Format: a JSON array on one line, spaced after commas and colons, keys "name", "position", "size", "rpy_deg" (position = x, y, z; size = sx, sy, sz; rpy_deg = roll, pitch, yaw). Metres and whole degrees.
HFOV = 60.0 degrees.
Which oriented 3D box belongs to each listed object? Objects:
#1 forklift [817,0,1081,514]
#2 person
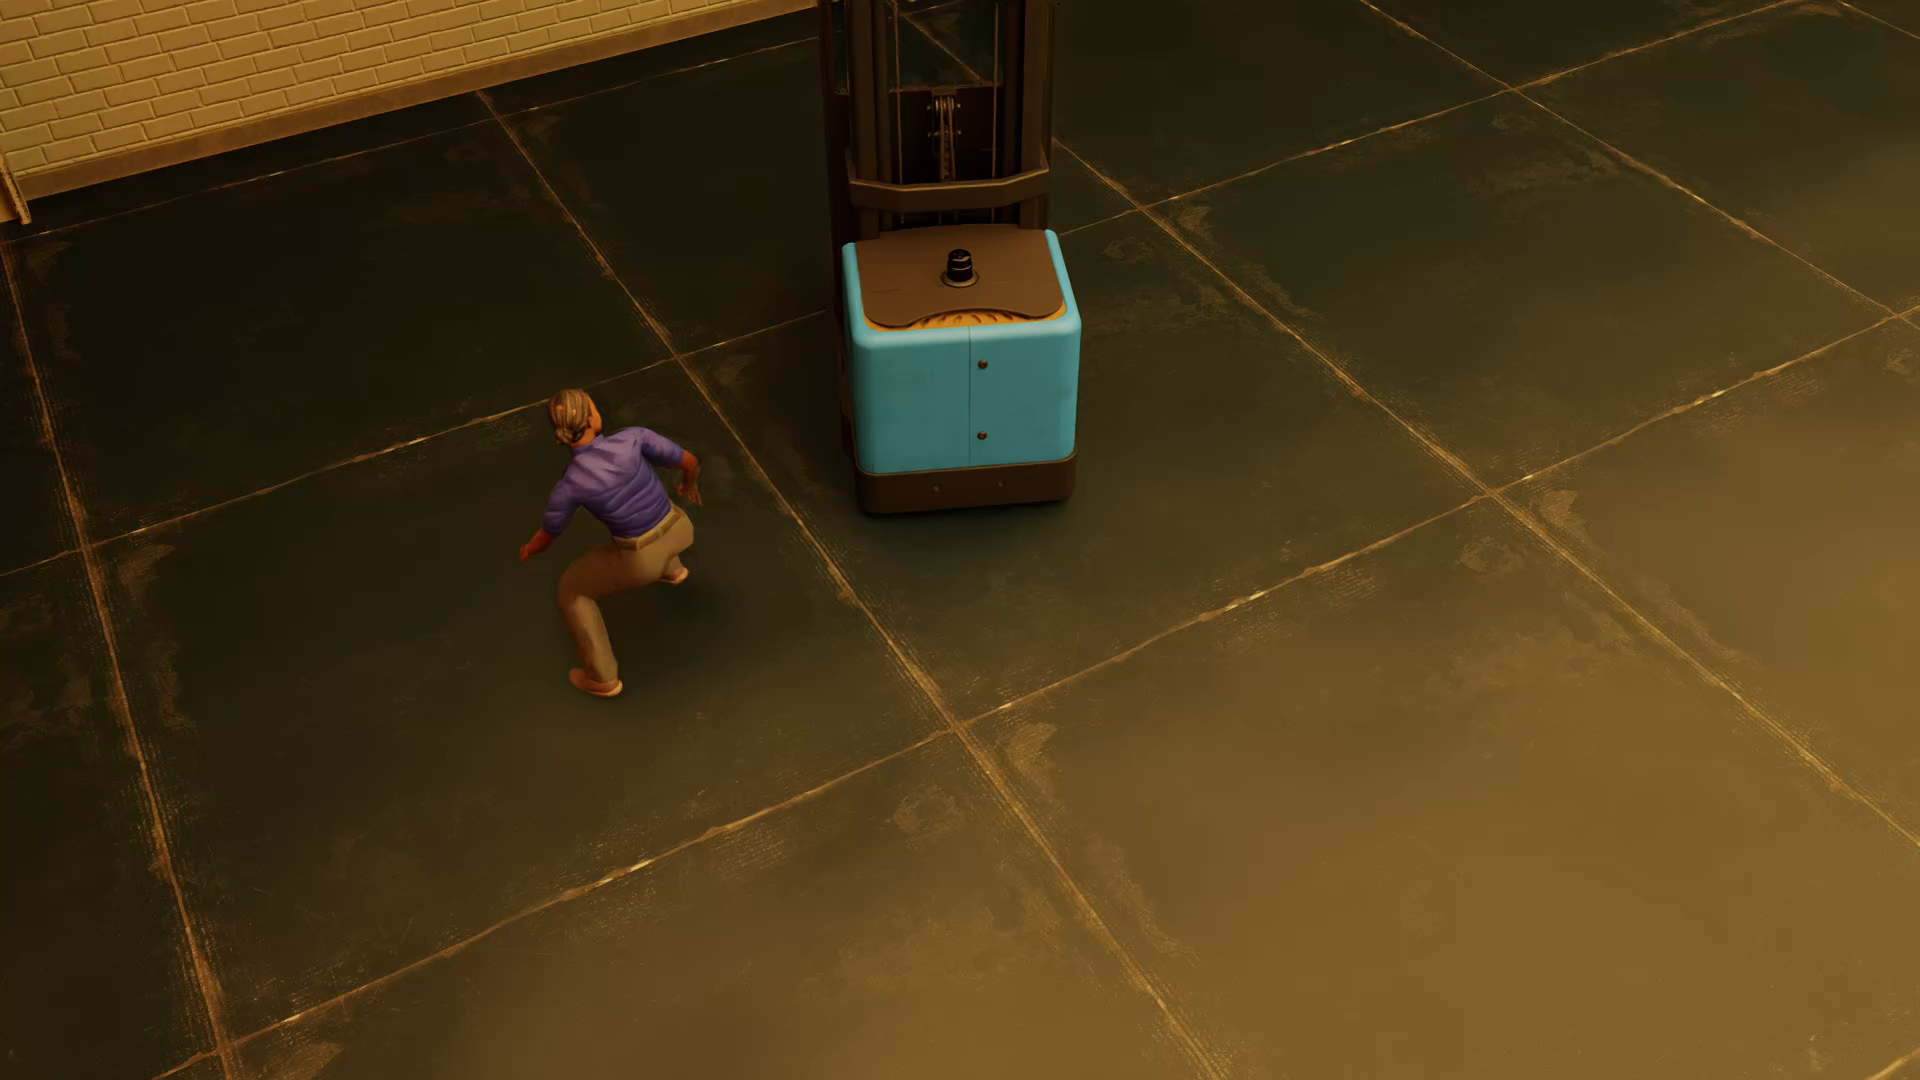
[{"name": "forklift", "position": [-0.131, -2.201, 8.071], "size": [1.130, 2.935, 3.031], "rpy_deg": [-5, 43, -5]}, {"name": "person", "position": [-1.440, -0.065, 6.923], "size": [0.617, 1.433, 0.743], "rpy_deg": [31, 51, 29]}]
